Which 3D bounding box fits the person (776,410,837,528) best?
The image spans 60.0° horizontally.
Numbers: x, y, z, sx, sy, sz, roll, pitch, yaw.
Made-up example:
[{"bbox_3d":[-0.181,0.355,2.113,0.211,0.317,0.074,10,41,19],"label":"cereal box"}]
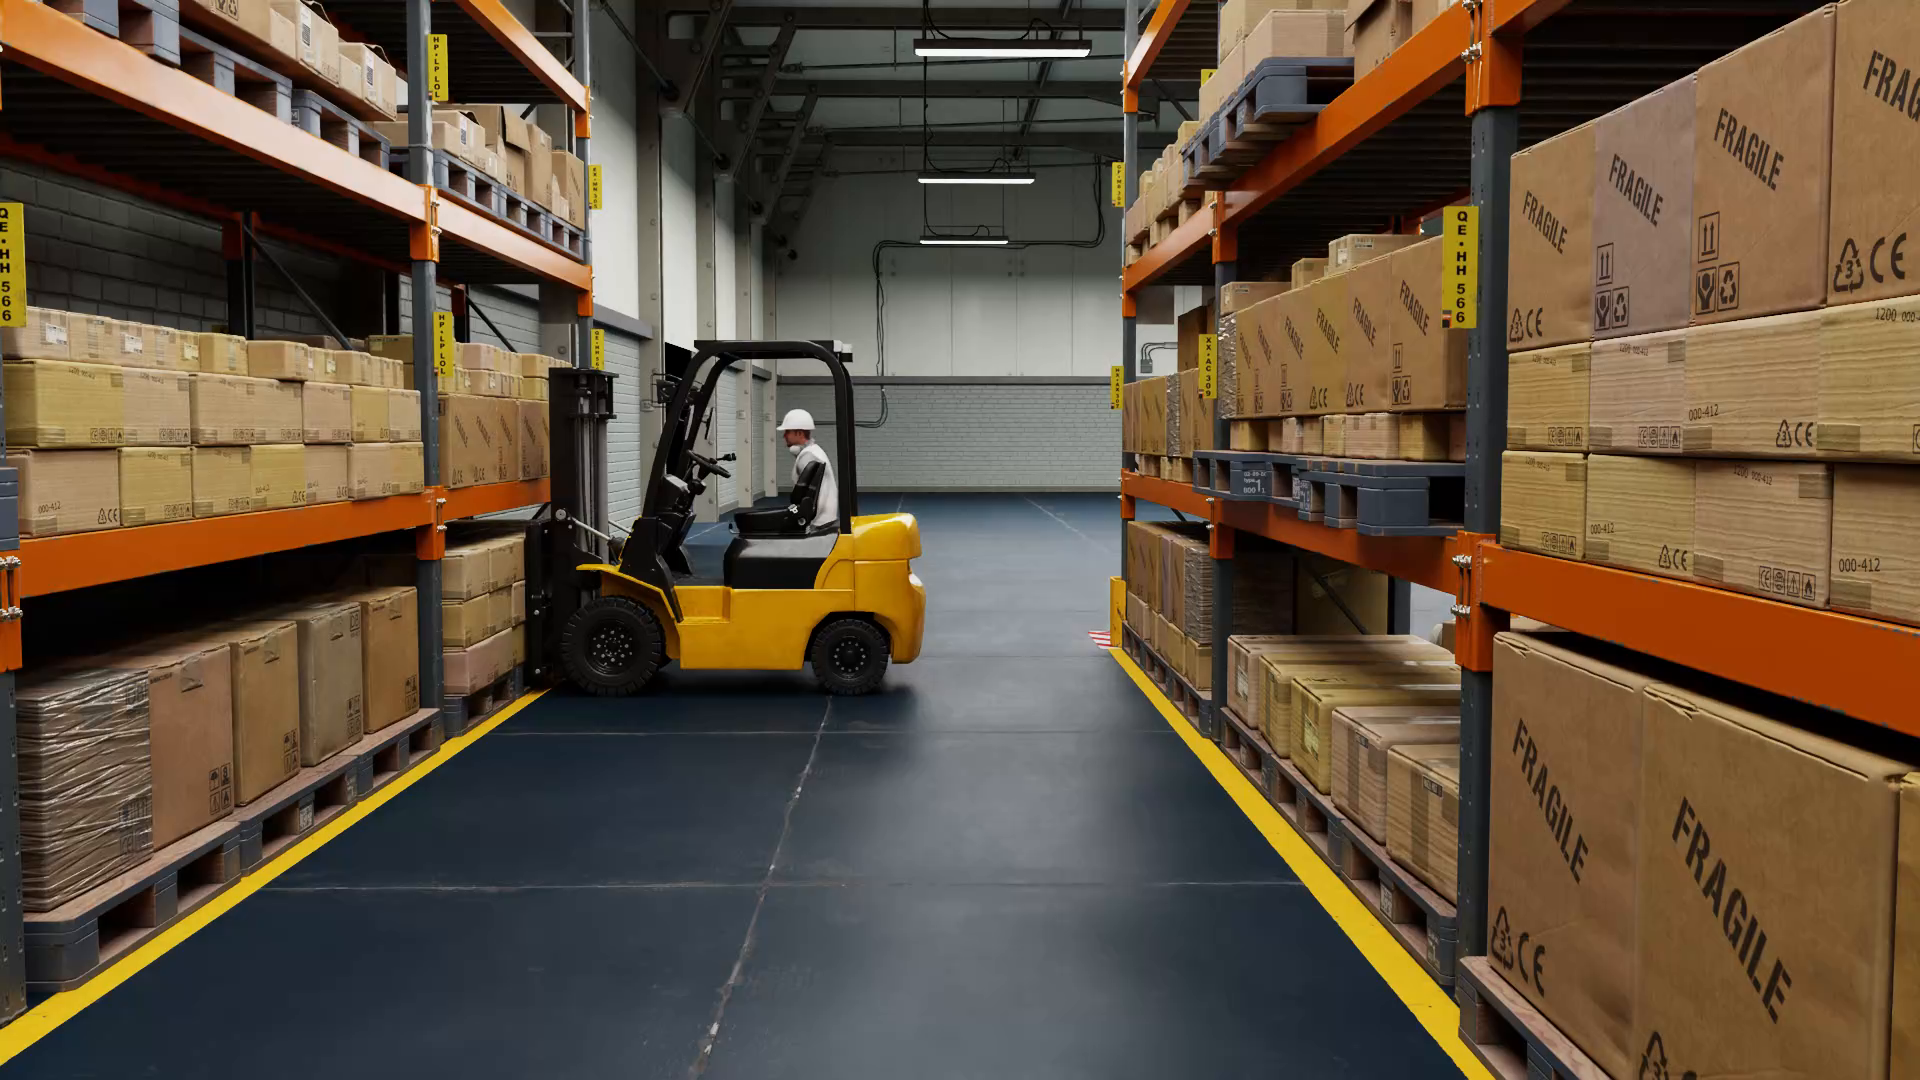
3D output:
[{"bbox_3d":[-1.175,-0.114,12.775,0.466,1.771,0.584,0,4,-2],"label":"person"}]
